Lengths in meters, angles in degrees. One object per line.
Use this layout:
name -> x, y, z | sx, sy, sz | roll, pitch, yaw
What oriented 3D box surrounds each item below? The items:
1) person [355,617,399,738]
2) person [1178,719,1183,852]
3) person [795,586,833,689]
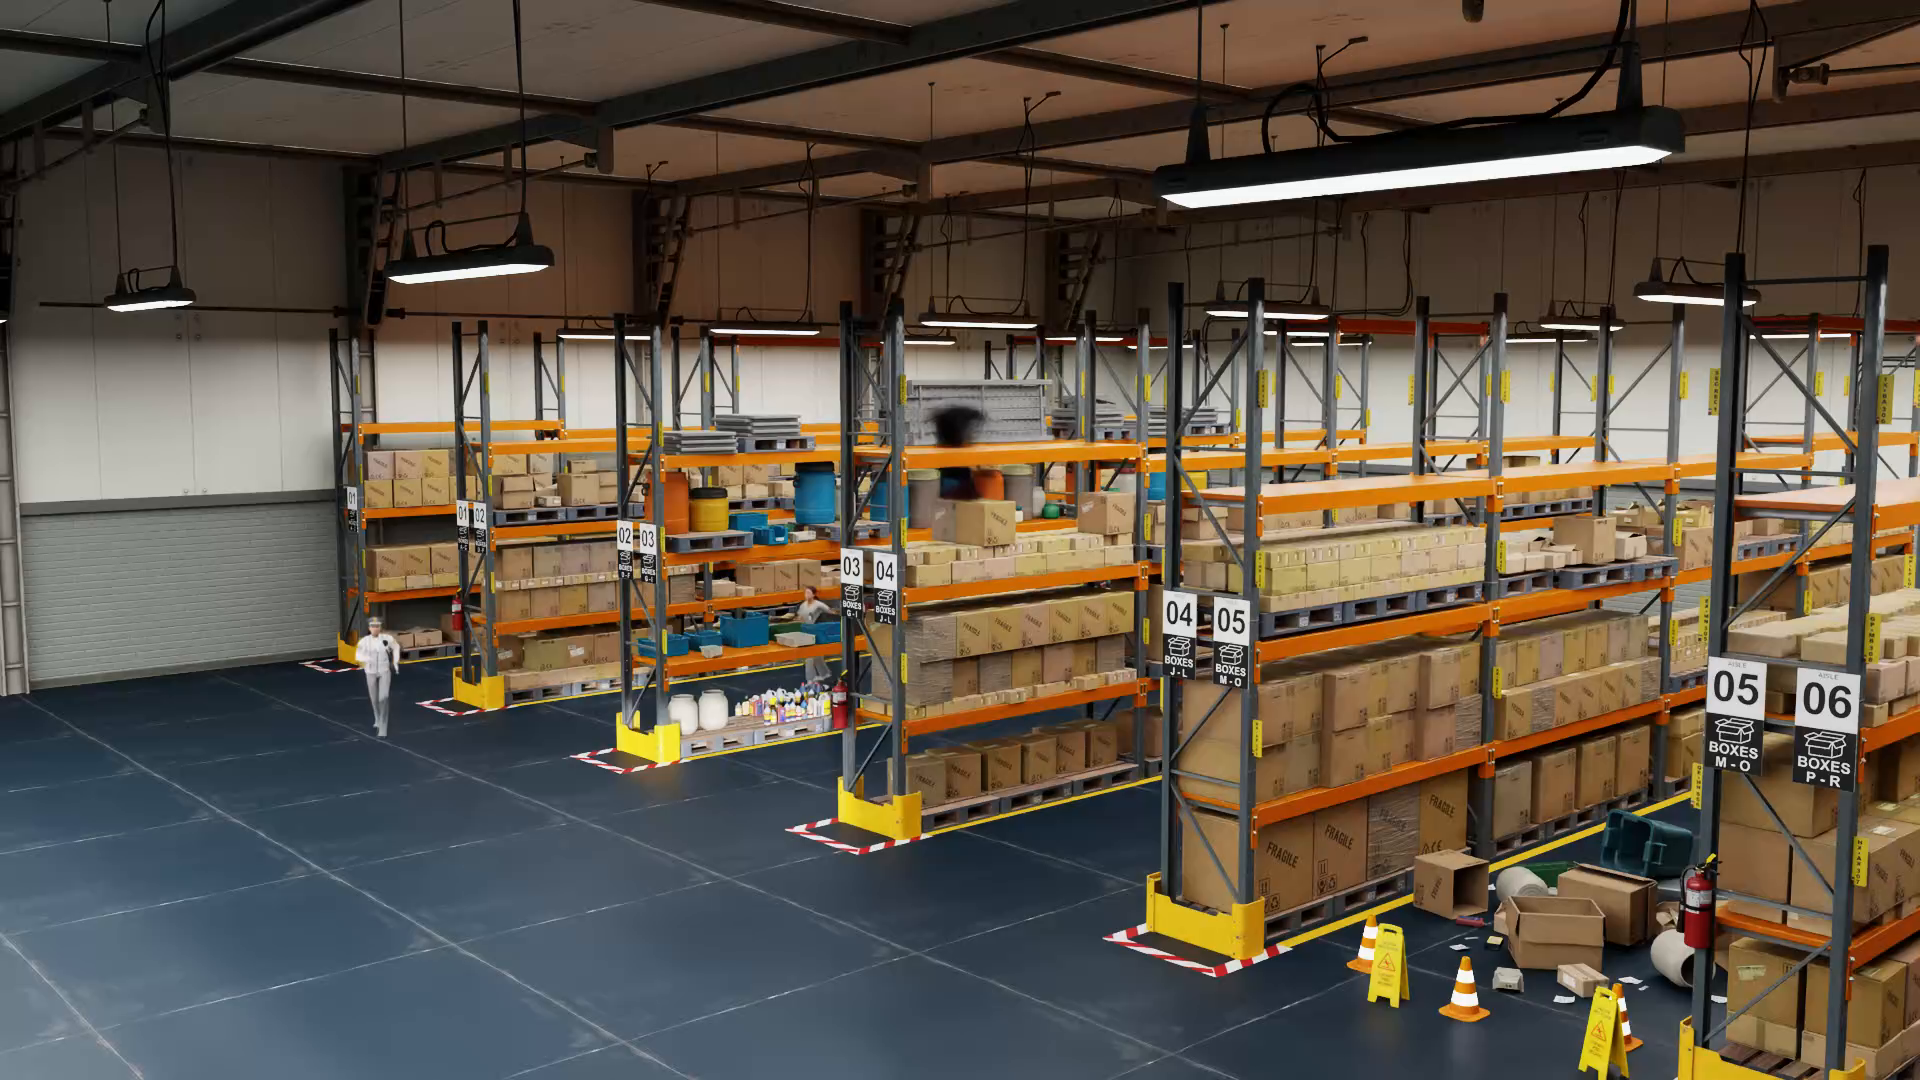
person -> -8.397, 1.956, 23.986 | 0.559, 1.746, 0.832 | -1, 6, -11
person -> 2.647, 2.657, 18.304 | 0.935, 1.478, 0.532 | -5, 7, -40
person -> -2.445, 1.605, 27.649 | 0.512, 1.713, 0.818 | 5, 8, 42
